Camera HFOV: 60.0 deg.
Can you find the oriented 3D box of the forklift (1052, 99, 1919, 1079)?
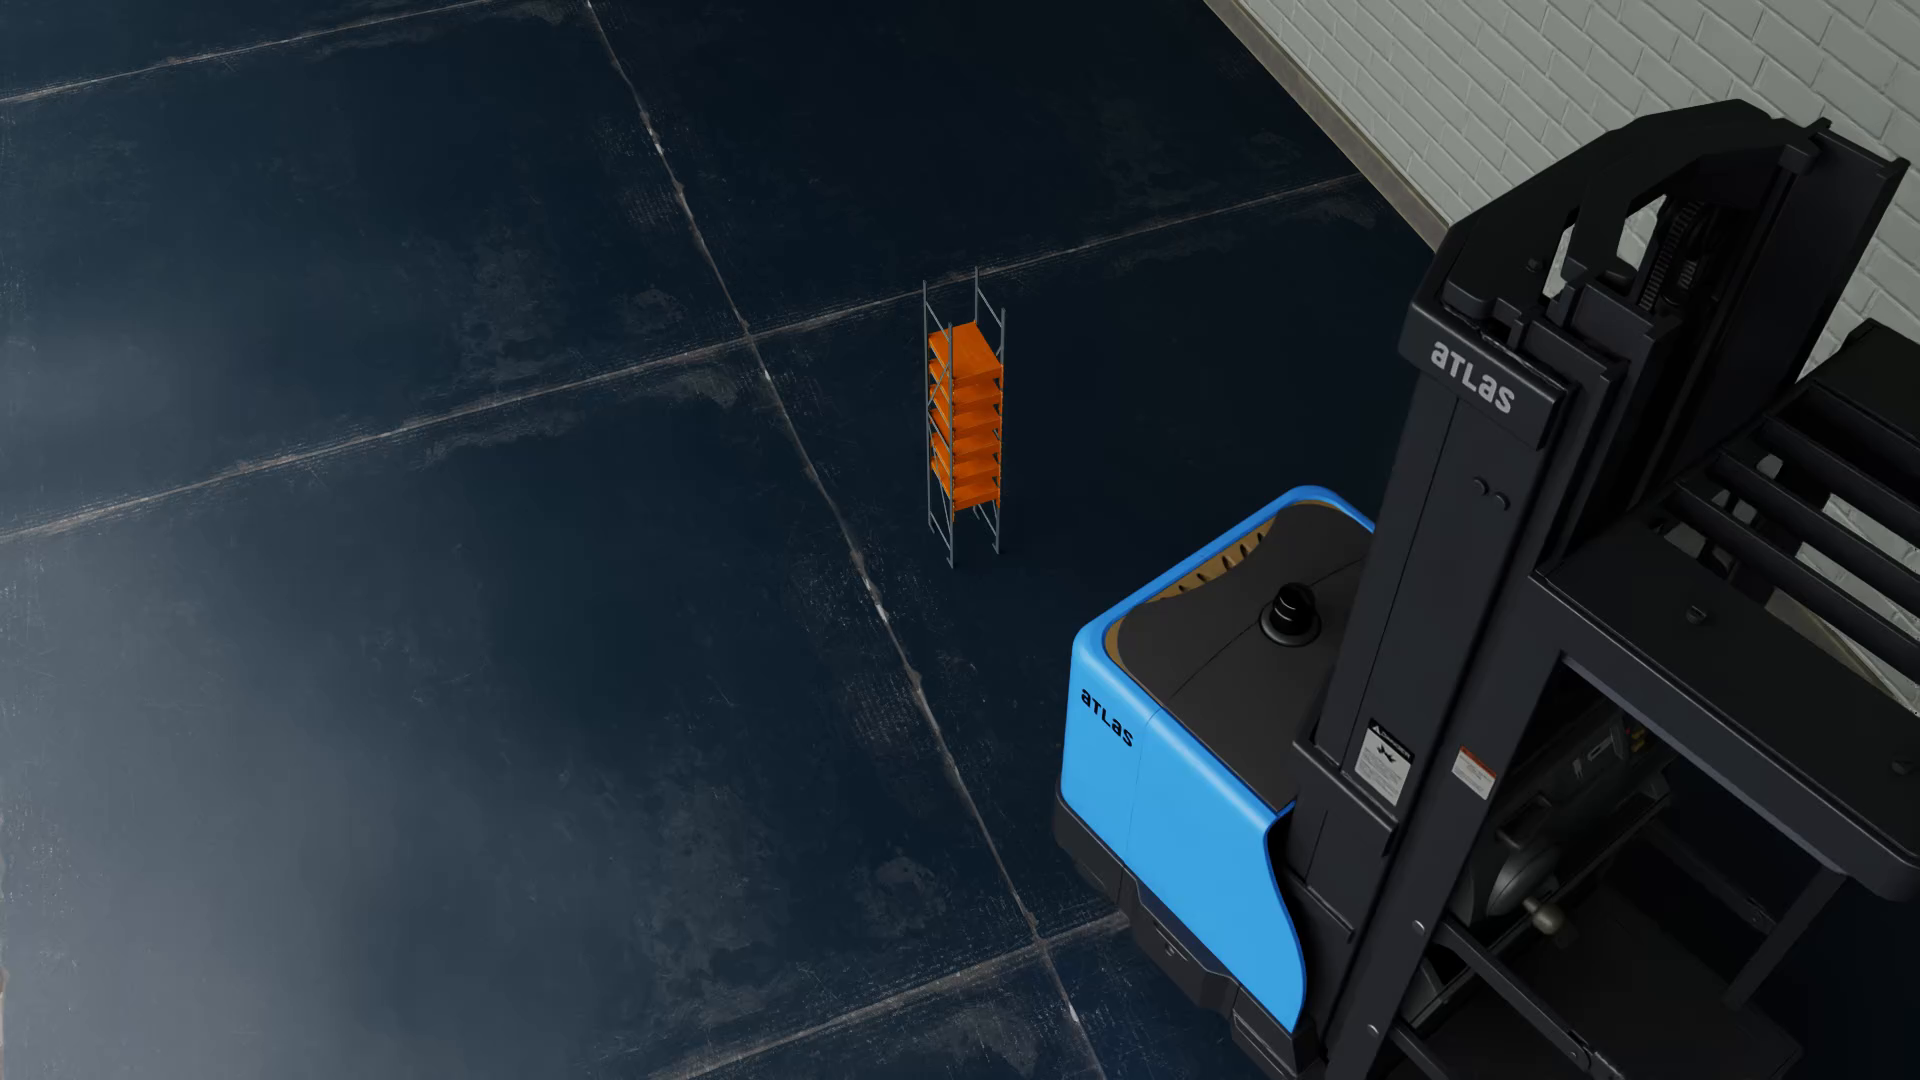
[{"bbox_3d":[1.610,0.655,3.755,1.130,2.935,3.031,-31,56,-24],"label":"forklift"}]

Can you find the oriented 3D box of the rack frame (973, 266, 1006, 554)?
[{"bbox_3d":[0.098,-0.421,5.821,0.006,1.200,0.240,-17,52,-14],"label":"rack frame"}]

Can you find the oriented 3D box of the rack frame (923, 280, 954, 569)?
[{"bbox_3d":[-0.071,-0.369,5.776,0.006,1.200,0.240,-17,52,-14],"label":"rack frame"}]

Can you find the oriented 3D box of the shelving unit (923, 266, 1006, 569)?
[{"bbox_3d":[0.013,-0.395,5.798,0.189,1.200,0.258,-17,52,-14],"label":"shelving unit"}]

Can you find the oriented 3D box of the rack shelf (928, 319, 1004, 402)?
[{"bbox_3d":[0.013,-0.601,5.559,0.180,0.103,0.258,-17,52,-14],"label":"rack shelf"}]

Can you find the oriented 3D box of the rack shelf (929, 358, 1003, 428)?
[{"bbox_3d":[0.013,-0.522,5.650,0.180,0.103,0.258,-17,52,-14],"label":"rack shelf"}]

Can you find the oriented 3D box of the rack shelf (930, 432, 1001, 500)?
[{"bbox_3d":[0.013,-0.288,5.923,0.180,0.103,0.258,-17,52,-14],"label":"rack shelf"}]

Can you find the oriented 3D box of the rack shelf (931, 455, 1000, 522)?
[{"bbox_3d":[0.013,-0.210,6.014,0.180,0.103,0.258,-17,52,-14],"label":"rack shelf"}]

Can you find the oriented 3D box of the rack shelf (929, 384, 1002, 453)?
[{"bbox_3d":[0.013,-0.444,5.741,0.180,0.103,0.258,-17,52,-14],"label":"rack shelf"}]

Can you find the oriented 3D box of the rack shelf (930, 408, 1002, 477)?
[{"bbox_3d":[0.013,-0.366,5.832,0.180,0.103,0.258,-17,52,-14],"label":"rack shelf"}]
